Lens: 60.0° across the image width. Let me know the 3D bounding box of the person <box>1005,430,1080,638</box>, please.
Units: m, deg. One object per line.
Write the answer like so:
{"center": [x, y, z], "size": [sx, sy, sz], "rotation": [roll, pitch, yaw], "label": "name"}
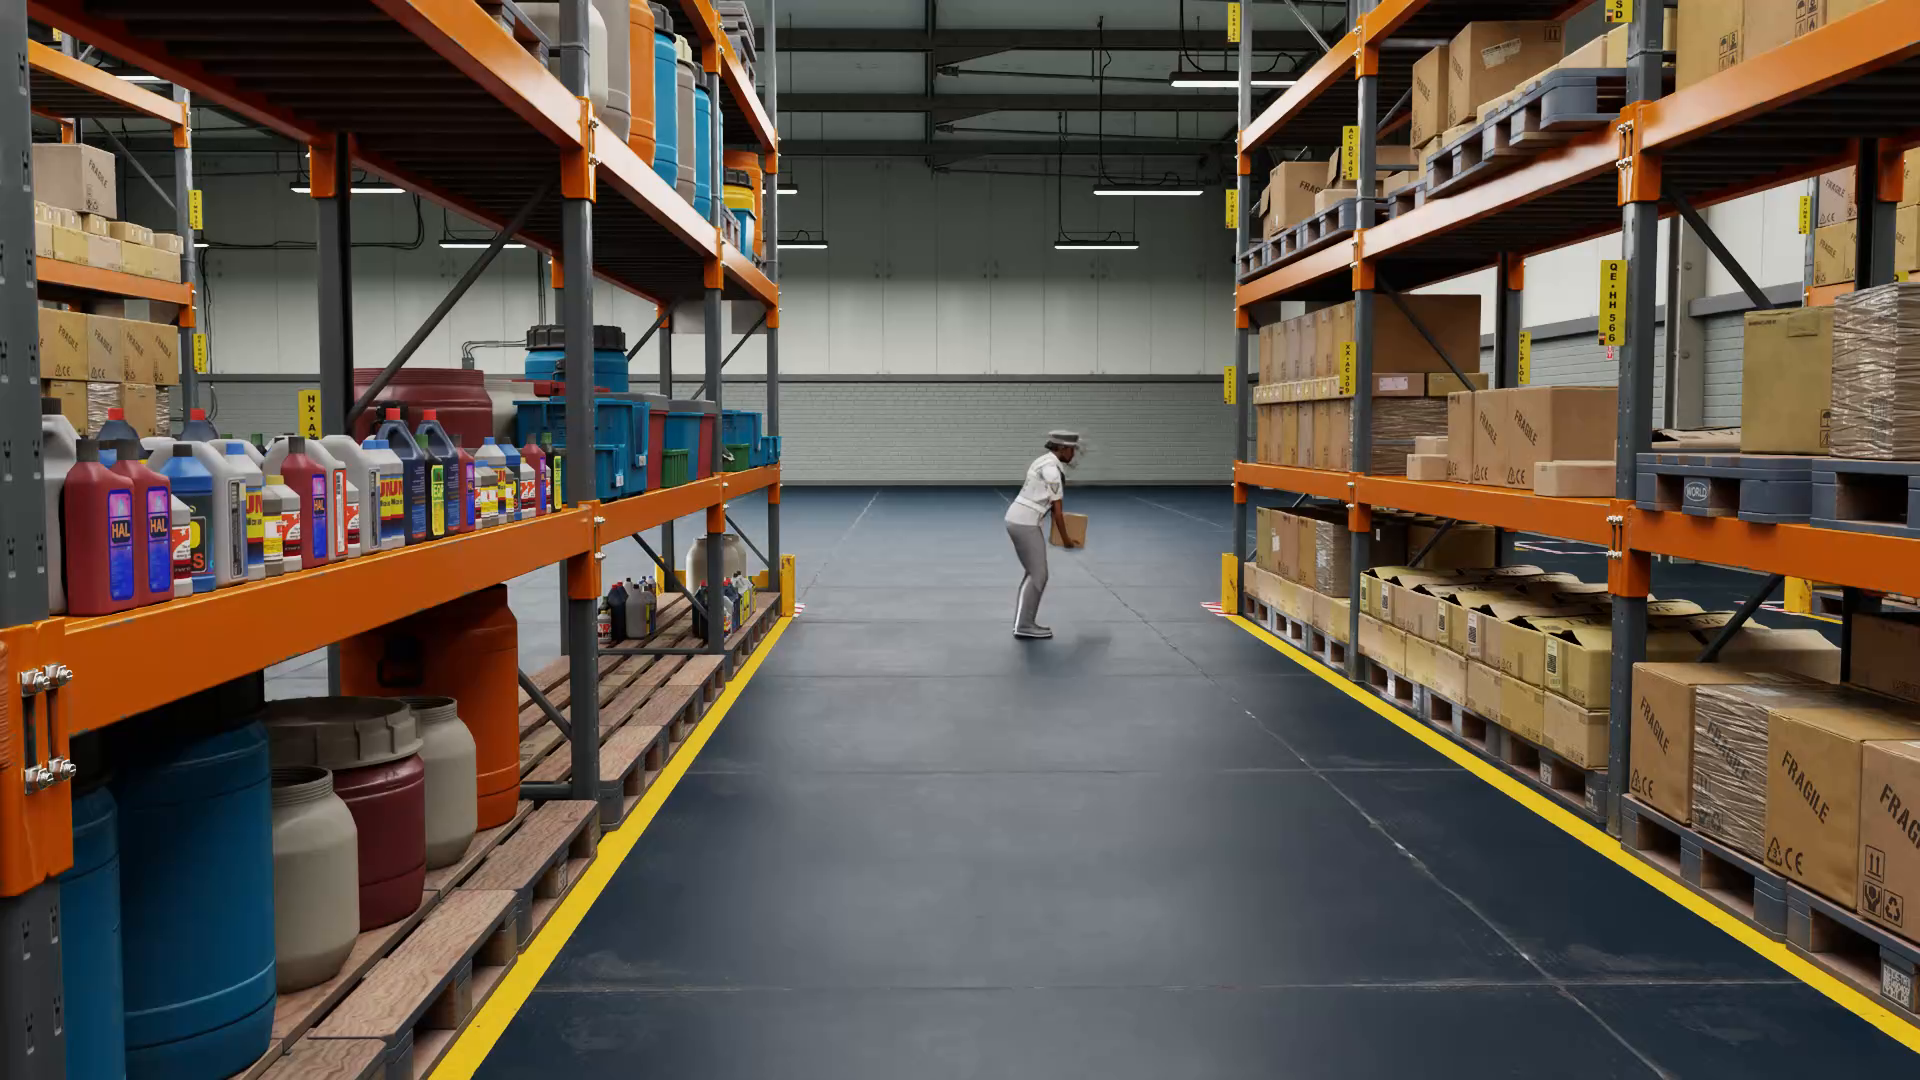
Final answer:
{"center": [0.633, -0.052, 12.838], "size": [0.573, 1.596, 0.411], "rotation": [0, 4, -2], "label": "person"}
